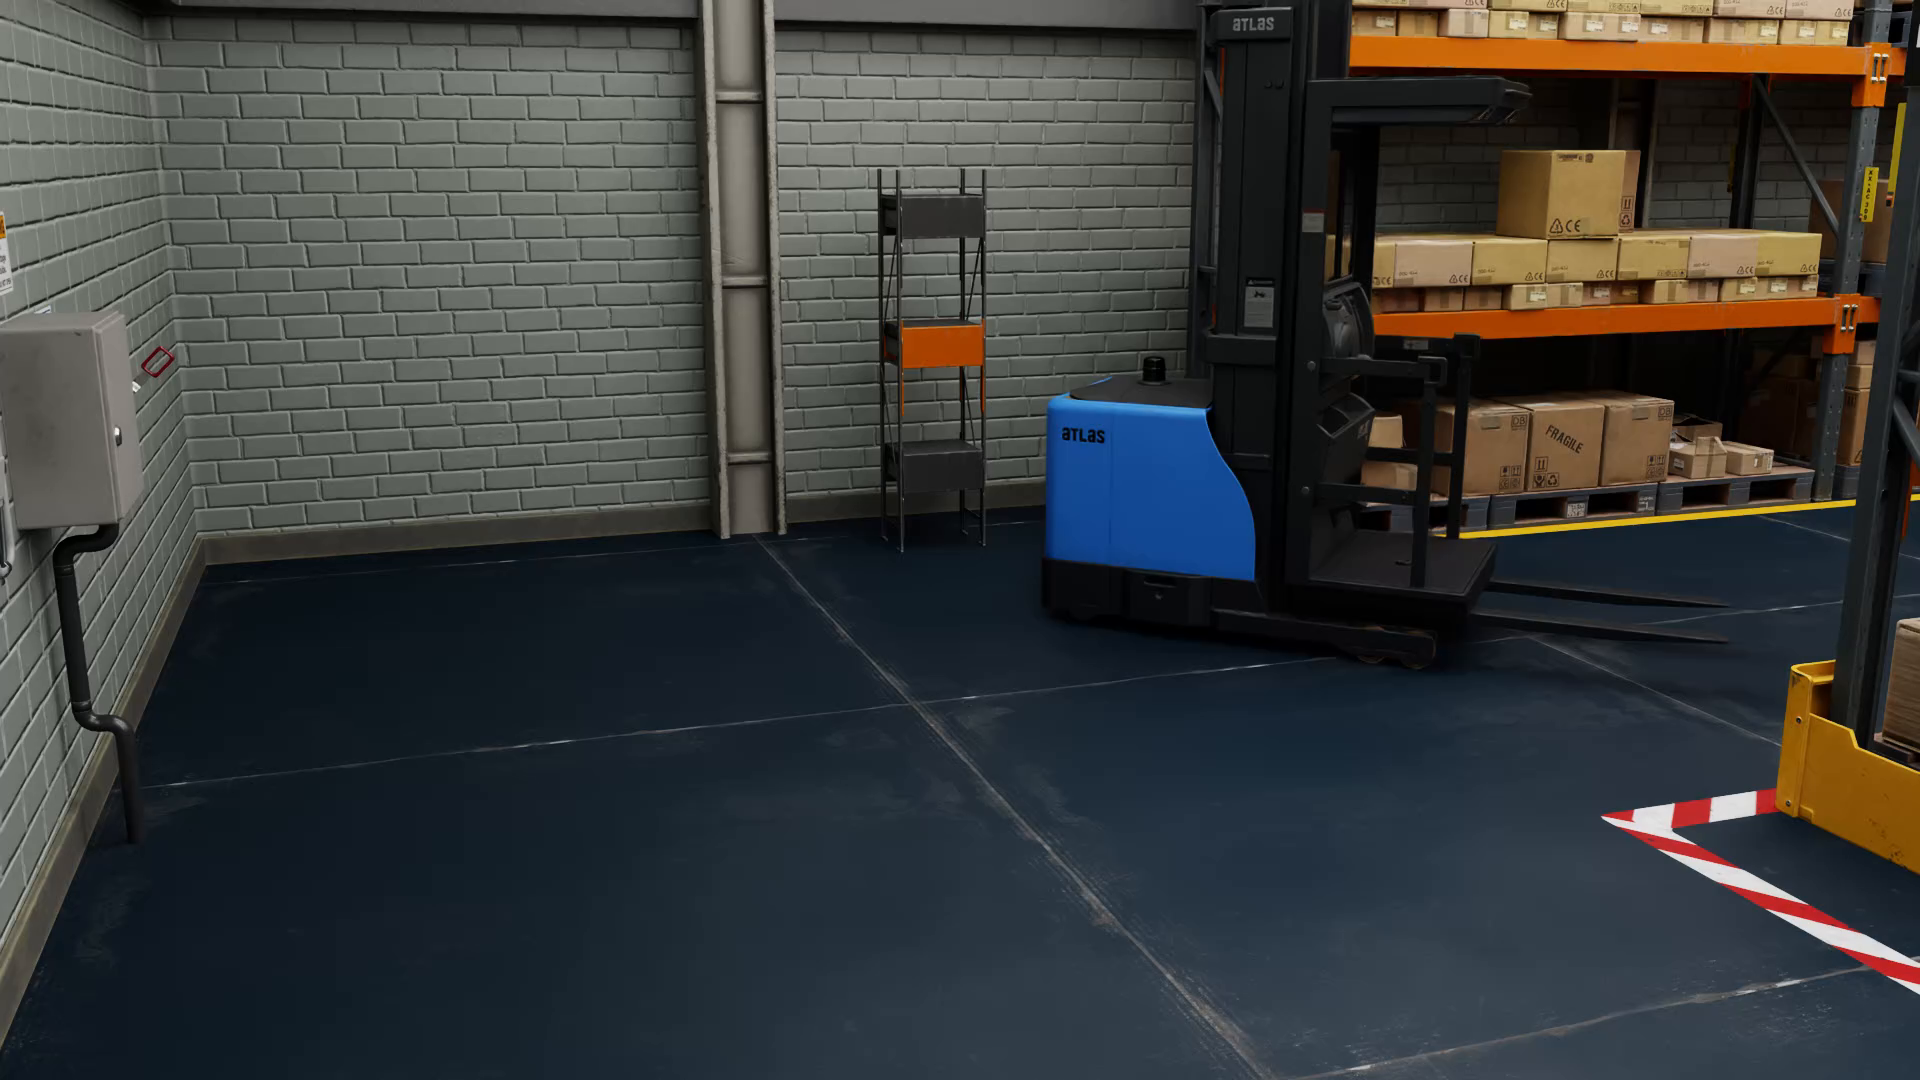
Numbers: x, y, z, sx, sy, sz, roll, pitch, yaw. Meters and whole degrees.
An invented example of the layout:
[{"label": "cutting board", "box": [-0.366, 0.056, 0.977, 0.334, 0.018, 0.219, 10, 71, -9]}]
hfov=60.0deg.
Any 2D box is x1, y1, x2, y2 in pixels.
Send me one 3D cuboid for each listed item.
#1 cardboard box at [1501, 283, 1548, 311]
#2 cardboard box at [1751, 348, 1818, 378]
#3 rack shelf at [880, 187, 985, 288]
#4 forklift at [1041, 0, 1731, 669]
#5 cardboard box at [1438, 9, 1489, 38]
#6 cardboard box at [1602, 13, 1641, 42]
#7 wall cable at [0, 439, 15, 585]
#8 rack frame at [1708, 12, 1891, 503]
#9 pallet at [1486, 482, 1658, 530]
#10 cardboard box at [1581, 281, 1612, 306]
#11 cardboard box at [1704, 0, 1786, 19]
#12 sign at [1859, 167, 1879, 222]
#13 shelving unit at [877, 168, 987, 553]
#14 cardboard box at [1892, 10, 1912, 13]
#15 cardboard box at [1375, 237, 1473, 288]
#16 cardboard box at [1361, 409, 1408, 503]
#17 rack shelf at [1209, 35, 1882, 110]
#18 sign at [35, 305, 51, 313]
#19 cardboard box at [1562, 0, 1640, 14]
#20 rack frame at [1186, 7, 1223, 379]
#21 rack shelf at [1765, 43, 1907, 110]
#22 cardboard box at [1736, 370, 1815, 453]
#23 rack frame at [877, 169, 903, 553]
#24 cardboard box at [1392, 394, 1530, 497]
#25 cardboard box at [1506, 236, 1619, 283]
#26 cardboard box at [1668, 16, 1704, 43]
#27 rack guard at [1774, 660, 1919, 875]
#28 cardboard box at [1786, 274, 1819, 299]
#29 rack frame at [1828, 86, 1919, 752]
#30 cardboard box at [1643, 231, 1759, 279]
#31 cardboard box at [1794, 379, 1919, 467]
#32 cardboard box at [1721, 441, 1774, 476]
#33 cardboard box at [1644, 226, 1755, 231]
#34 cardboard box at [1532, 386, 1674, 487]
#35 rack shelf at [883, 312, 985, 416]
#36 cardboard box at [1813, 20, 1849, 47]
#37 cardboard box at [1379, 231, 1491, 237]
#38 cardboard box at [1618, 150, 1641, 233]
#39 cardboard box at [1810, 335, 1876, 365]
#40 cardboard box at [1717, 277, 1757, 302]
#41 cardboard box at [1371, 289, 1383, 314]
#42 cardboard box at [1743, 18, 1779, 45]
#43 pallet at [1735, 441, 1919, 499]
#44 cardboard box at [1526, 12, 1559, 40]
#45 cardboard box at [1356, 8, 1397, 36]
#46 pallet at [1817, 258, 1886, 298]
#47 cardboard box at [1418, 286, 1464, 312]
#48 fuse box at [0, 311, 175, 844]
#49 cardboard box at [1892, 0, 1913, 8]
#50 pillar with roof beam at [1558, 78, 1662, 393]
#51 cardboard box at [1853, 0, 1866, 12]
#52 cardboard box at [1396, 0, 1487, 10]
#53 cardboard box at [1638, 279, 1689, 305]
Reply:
[{"label": "cardboard box", "box": [3.224, -1.442, 9.765, 0.250, 0.149, 0.380, -5, 14, -20]}, {"label": "cardboard box", "box": [5.636, -1.205, 11.320, 0.250, 0.149, 0.380, -5, 14, -20]}, {"label": "rack shelf", "box": [-0.157, -1.677, 9.190, 0.480, 0.518, 0.431, -4, 14, -18]}, {"label": "forklift", "box": [1.954, -1.002, 7.520, 3.031, 2.935, 1.130, 6, 15, 24]}, {"label": "cardboard box", "box": [2.722, -2.862, 9.252, 0.250, 0.149, 0.380, -4, 14, -17]}, {"label": "cardboard box", "box": [3.683, -2.937, 9.568, 0.250, 0.149, 0.380, -4, 14, -17]}, {"label": "wall cable", "box": [-2.625, -0.811, 4.373, 0.122, 1.984, 0.588, -4, 14, -18]}, {"label": "rack frame", "box": [5.379, -1.811, 10.775, 0.127, 3.000, 1.000, -4, 14, -18]}, {"label": "pallet", "box": [3.570, -0.313, 10.503, 1.213, 0.211, 1.003, -4, 14, -18]}, {"label": "cardboard box", "box": [3.689, -1.500, 10.010, 0.250, 0.149, 0.380, -4, 14, -18]}, {"label": "cardboard box", "box": [4.513, -3.211, 9.859, 0.500, 0.250, 0.500, -5, 14, -20]}, {"label": "sign", "box": [5.560, -2.114, 10.177, 0.005, 0.325, 0.100, -4, 14, -18]}, {"label": "shelving unit", "box": [-0.157, -1.009, 9.348, 0.503, 2.100, 0.431, -4, 14, -18]}, {"label": "cardboard box", "box": [6.119, -3.484, 10.745, 0.250, 0.149, 0.380, -5, 14, -20]}, {"label": "cardboard box", "box": [2.582, -1.599, 9.565, 0.500, 0.250, 0.500, -4, 14, -17]}, {"label": "cardboard box", "box": [2.198, -0.530, 9.876, 0.637, 0.503, 0.797, -5, 14, -20]}, {"label": "rack shelf", "box": [3.484, -2.773, 9.890, 4.000, 0.370, 1.077, -4, 14, -18]}, {"label": "sign", "box": [-3.047, -0.525, 5.571, 0.001, 0.494, 0.329, -4, 14, -18]}, {"label": "cardboard box", "box": [3.543, -3.140, 9.561, 0.500, 0.250, 0.500, -5, 14, -19]}, {"label": "rack frame", "box": [1.588, -1.516, 9.533, 0.127, 3.000, 1.000, -4, 14, -18]}, {"label": "rack shelf", "box": [7.275, -3.068, 11.131, 4.000, 0.370, 1.077, -4, 14, -18]}, {"label": "cardboard box", "box": [5.750, -0.900, 11.440, 0.500, 0.500, 0.500, -5, 14, -18]}, {"label": "rack frame", "box": [-0.388, -0.991, 9.273, 0.015, 2.100, 0.400, -4, 14, -18]}, {"label": "cardboard box", "box": [3.021, -0.583, 10.106, 0.500, 0.500, 0.700, -4, 14, -16]}, {"label": "cardboard box", "box": [3.539, -1.680, 9.904, 0.500, 0.250, 0.500, -5, 14, -20]}, {"label": "cardboard box", "box": [4.145, -2.991, 9.796, 0.250, 0.149, 0.380, -4, 14, -16]}, {"label": "rack guard", "box": [3.152, 0.790, 5.240, 0.348, 0.500, 1.175, -4, 14, -18]}, {"label": "cardboard box", "box": [5.158, -1.610, 10.472, 0.250, 0.149, 0.380, -4, 14, -17]}, {"label": "rack frame", "box": [3.175, -0.427, 4.958, 0.127, 3.000, 1.000, -4, 14, -18]}, {"label": "cardboard box", "box": [4.504, -1.752, 10.206, 0.500, 0.250, 0.500, -4, 14, -18]}, {"label": "cardboard box", "box": [5.909, -0.786, 10.958, 0.500, 0.500, 0.500, -4, 14, -16]}, {"label": "cardboard box", "box": [4.945, -0.523, 10.612, 0.250, 0.149, 0.380, -5, 14, -20]}, {"label": "cardboard box", "box": [4.824, -1.905, 10.853, 0.500, 0.250, 0.500, -5, 14, -19]}, {"label": "cardboard box", "box": [4.005, -0.660, 10.428, 0.500, 0.500, 0.700, -5, 14, -20]}, {"label": "rack shelf", "box": [-0.157, -0.996, 9.352, 0.480, 0.518, 0.431, -4, 14, -18]}, {"label": "cardboard box", "box": [5.133, -3.057, 10.073, 0.250, 0.149, 0.380, -5, 14, -18]}, {"label": "cardboard box", "box": [2.899, -1.753, 10.212, 0.500, 0.250, 0.500, -4, 14, -16]}, {"label": "cardboard box", "box": [3.883, -2.196, 10.454, 0.500, 0.500, 0.500, -5, 14, -20]}, {"label": "cardboard box", "box": [5.785, -1.241, 10.828, 0.250, 0.149, 0.380, -5, 14, -19]}, {"label": "cardboard box", "box": [4.679, -1.561, 10.268, 0.250, 0.149, 0.380, -4, 14, -17]}, {"label": "cardboard box", "box": [2.214, -1.387, 9.533, 0.250, 0.149, 0.380, -4, 14, -17]}, {"label": "cardboard box", "box": [4.642, -3.022, 9.924, 0.250, 0.149, 0.380, -4, 14, -16]}, {"label": "pallet", "box": [6.138, -0.523, 11.385, 1.213, 0.211, 1.003, -4, 14, -18]}, {"label": "cardboard box", "box": [3.183, -2.914, 9.473, 0.250, 0.149, 0.380, -5, 14, -19]}, {"label": "cardboard box", "box": [2.205, -2.851, 9.205, 0.250, 0.149, 0.380, -4, 14, -17]}, {"label": "pallet", "box": [6.171, -1.753, 10.944, 1.213, 0.211, 1.003, -4, 14, -18]}, {"label": "cardboard box", "box": [2.711, -1.419, 9.669, 0.250, 0.149, 0.380, -4, 14, -16]}, {"label": "fuse box", "box": [-2.694, 0.149, 5.318, 0.414, 1.711, 0.539, -4, 14, -18]}, {"label": "cardboard box", "box": [5.789, -3.336, 10.122, 0.250, 0.149, 0.380, -4, 14, -17]}, {"label": "pillar with roof beam", "box": [5.805, -3.932, 6.726, 0.400, 9.000, 9.100, -4, 14, -18]}, {"label": "cardboard box", "box": [5.644, -3.439, 10.554, 0.250, 0.149, 0.380, -4, 14, -18]}, {"label": "cardboard box", "box": [2.571, -3.062, 9.232, 0.500, 0.250, 0.500, -4, 14, -17]}, {"label": "cardboard box", "box": [4.189, -1.523, 10.107, 0.250, 0.149, 0.380, -5, 14, -19]}]
